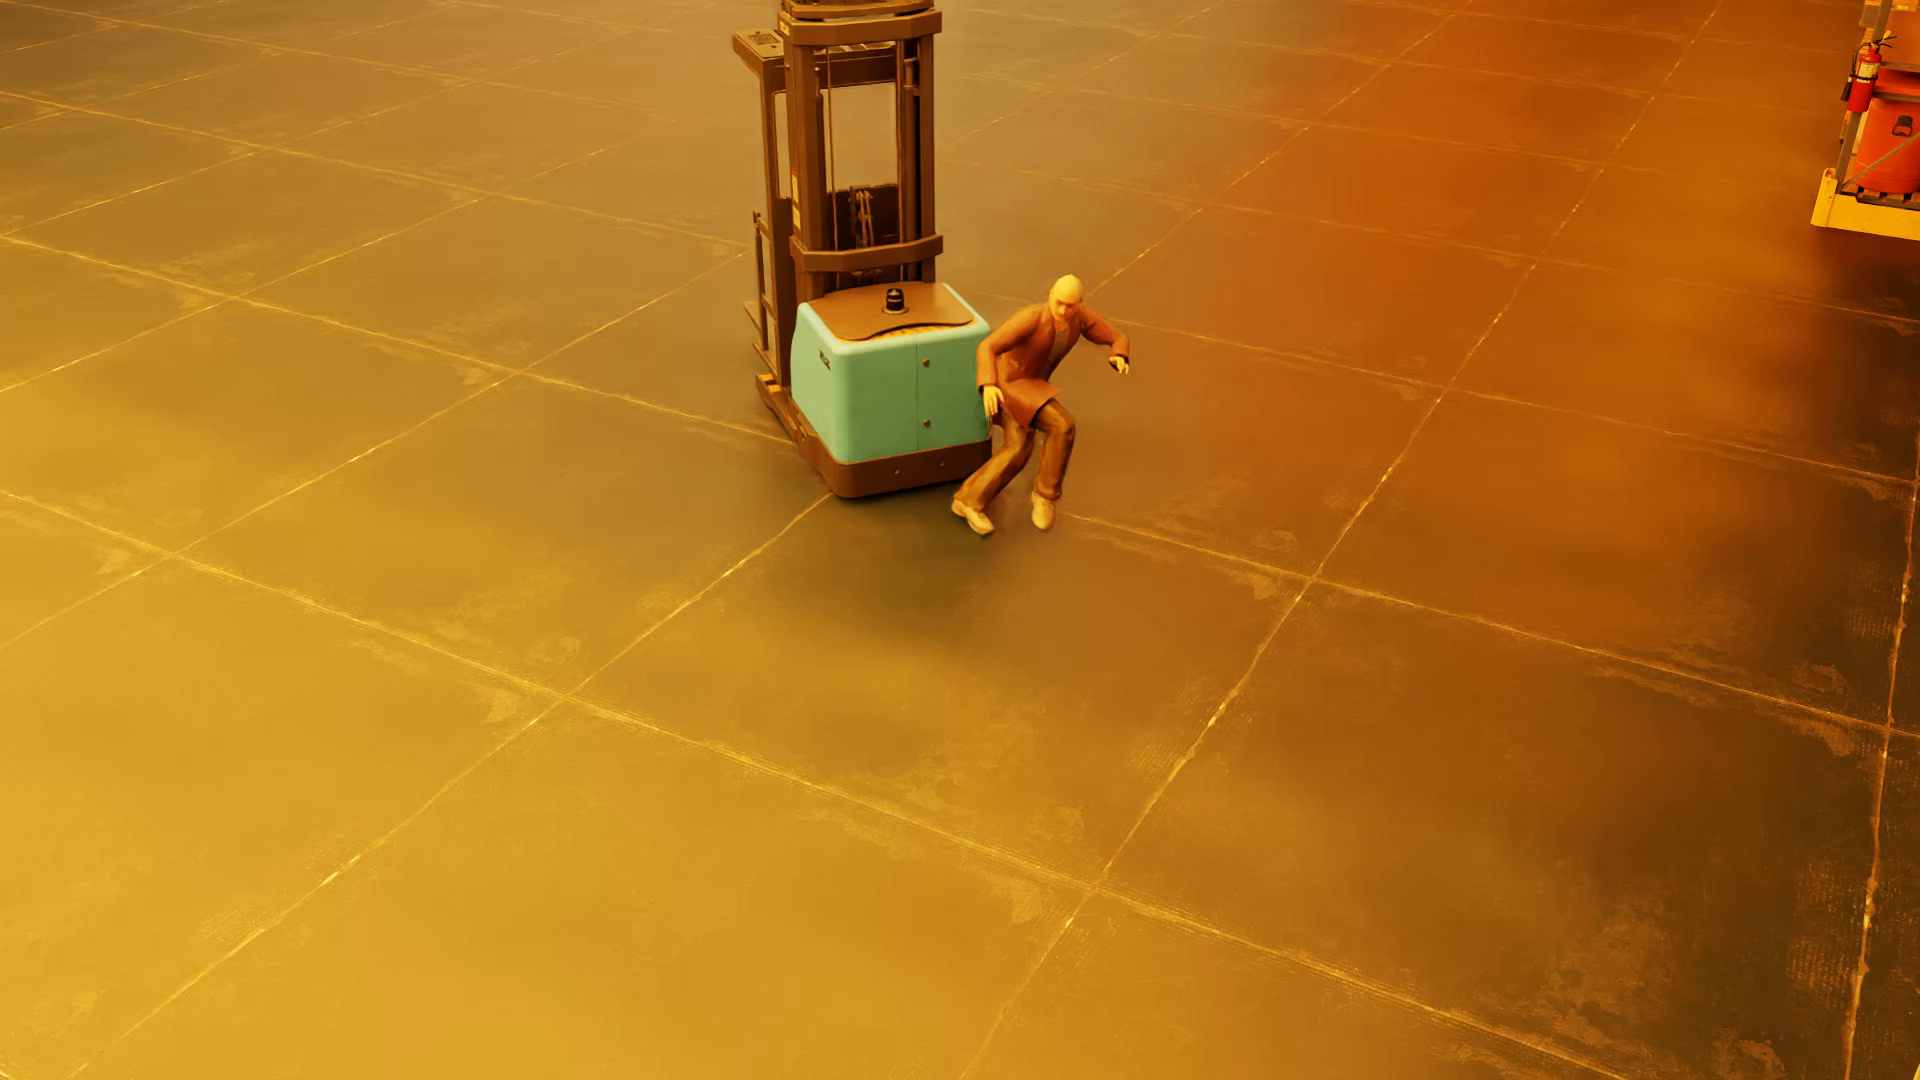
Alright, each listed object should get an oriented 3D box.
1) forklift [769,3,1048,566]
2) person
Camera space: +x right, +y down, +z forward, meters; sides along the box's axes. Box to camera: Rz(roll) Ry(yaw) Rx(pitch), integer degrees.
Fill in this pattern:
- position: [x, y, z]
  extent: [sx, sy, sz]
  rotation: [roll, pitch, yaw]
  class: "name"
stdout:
- position: [-0.485, -1.844, 10.265]
  extent: [1.130, 2.935, 3.031]
  rotation: [-11, 32, -18]
  class: "forklift"
- position: [1.879, -1.413, 10.783]
  extent: [0.797, 1.671, 0.876]
  rotation: [19, 35, 29]
  class: "person"
